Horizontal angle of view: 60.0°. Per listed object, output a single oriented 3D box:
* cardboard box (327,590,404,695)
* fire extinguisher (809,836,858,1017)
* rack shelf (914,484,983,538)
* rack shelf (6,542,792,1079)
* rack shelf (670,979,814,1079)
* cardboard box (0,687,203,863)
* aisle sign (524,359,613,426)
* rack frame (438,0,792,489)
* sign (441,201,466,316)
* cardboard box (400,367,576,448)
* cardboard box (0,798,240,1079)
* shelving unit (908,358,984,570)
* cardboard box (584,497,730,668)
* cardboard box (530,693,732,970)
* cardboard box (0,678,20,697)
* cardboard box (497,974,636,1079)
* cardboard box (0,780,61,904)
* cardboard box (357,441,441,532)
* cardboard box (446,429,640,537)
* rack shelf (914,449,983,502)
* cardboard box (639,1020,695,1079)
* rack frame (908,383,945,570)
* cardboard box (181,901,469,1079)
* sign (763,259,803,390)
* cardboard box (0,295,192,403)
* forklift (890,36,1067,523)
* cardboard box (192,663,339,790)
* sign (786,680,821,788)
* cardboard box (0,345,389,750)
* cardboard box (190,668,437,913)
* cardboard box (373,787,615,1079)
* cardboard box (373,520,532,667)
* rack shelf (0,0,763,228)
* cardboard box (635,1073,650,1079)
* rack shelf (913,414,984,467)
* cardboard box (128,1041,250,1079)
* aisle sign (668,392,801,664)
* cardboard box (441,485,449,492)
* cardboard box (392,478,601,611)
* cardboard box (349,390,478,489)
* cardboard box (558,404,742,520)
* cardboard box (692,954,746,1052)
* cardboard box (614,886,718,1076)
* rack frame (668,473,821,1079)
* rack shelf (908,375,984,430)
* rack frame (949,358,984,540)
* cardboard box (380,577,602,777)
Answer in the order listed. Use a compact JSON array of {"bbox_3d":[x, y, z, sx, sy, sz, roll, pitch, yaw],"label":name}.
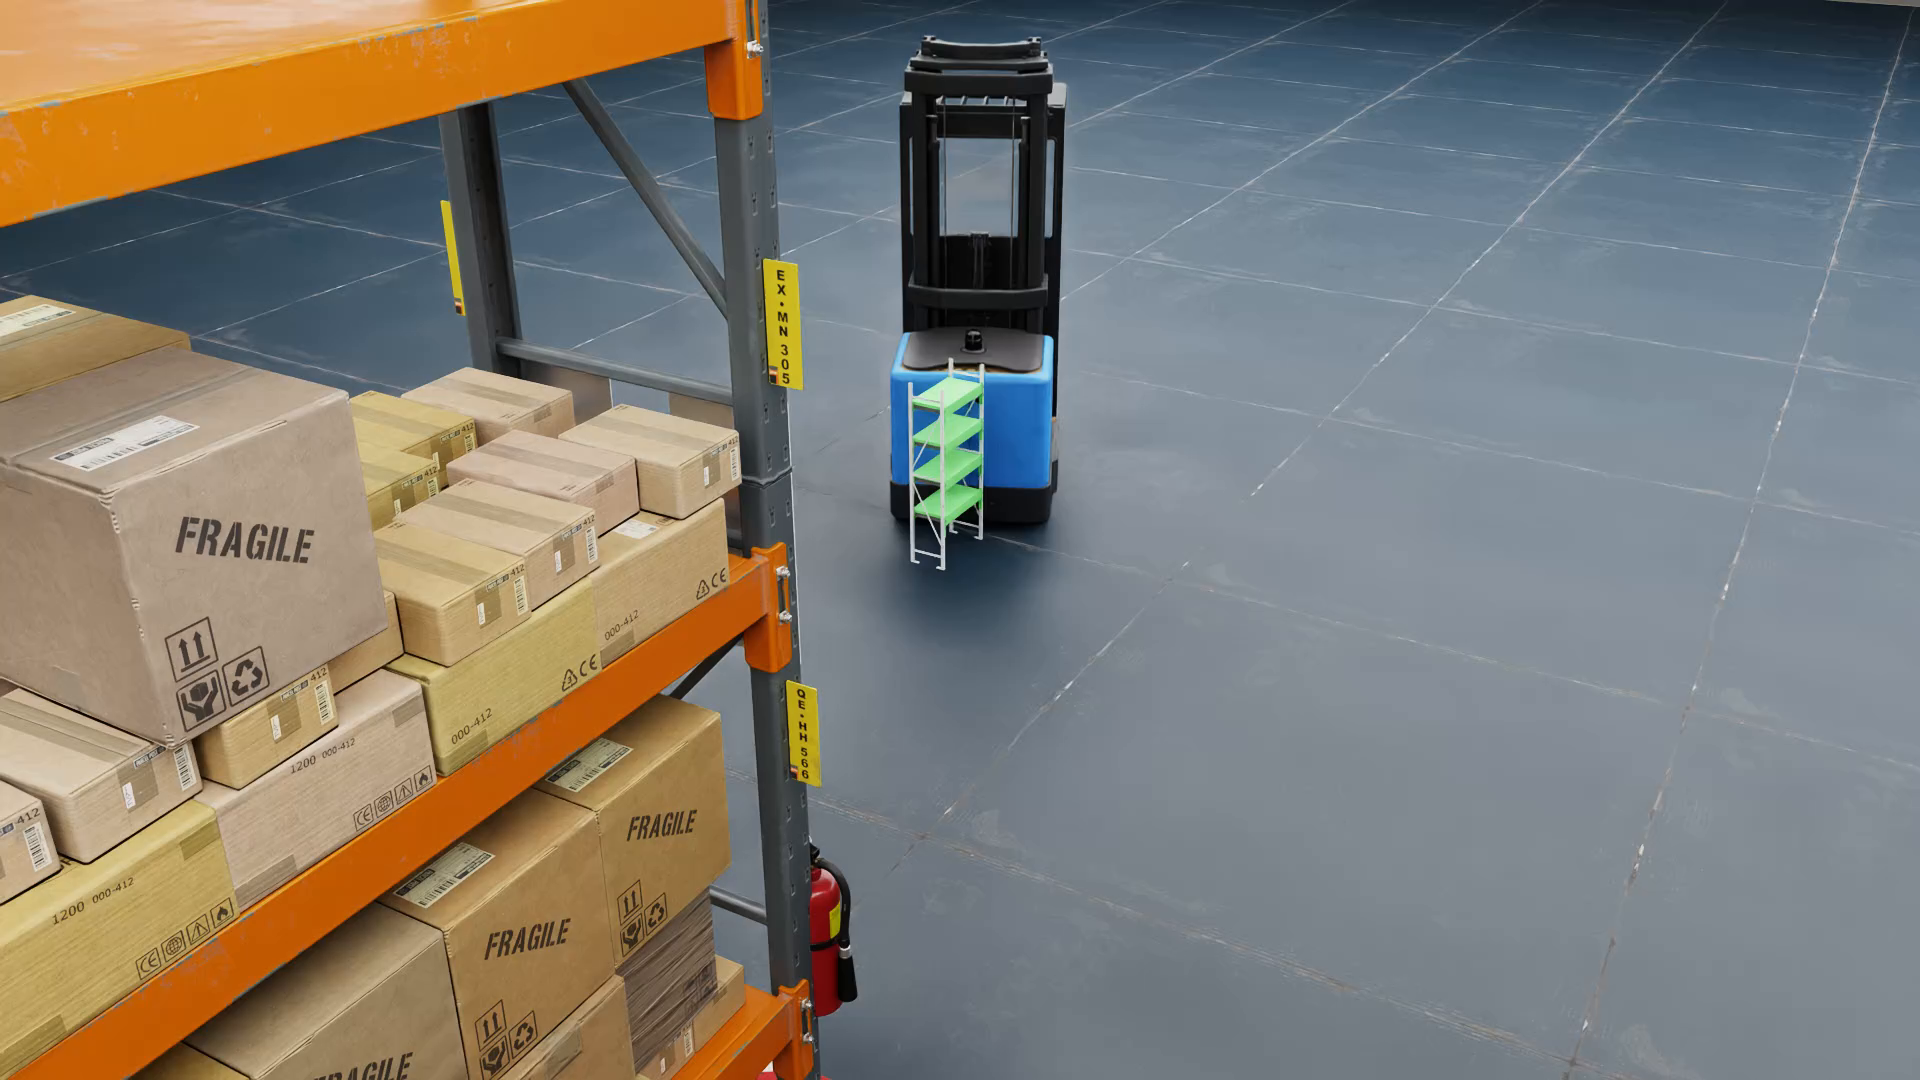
[{"bbox_3d":[-1.378,0.177,3.416,0.380,0.149,0.250,15,30,27],"label":"cardboard box"},{"bbox_3d":[-0.454,1.166,5.156,0.296,0.674,0.183,14,30,26],"label":"fire extinguisher"},{"bbox_3d":[-0.081,-0.200,10.488,0.258,0.148,0.480,14,30,26],"label":"rack shelf"},{"bbox_3d":[-1.895,0.834,3.185,1.077,0.370,4.000,14,30,26],"label":"rack shelf"},{"bbox_3d":[-1.895,2.176,3.856,1.077,0.370,4.000,14,30,26],"label":"rack shelf"},{"bbox_3d":[-1.598,0.401,2.969,0.380,0.149,0.250,13,29,24],"label":"cardboard box"},{"bbox_3d":[-1.142,-0.178,4.851,0.394,0.787,0.004,14,30,26],"label":"aisle sign"},{"bbox_3d":[-0.911,-1.608,3.909,1.000,3.000,0.127,14,30,26],"label":"rack frame"},{"bbox_3d":[-1.384,-0.777,4.624,0.100,0.325,0.005,14,30,26],"label":"sign"},{"bbox_3d":[-1.248,-0.322,4.413,0.380,0.149,0.250,14,30,26],"label":"cardboard box"},{"bbox_3d":[-1.673,0.634,2.948,0.500,0.250,0.500,14,30,25],"label":"cardboard box"},{"bbox_3d":[-0.081,-0.472,10.352,0.258,1.200,0.503,14,30,26],"label":"shelving unit"},{"bbox_3d":[-0.927,0.044,4.127,0.500,0.250,0.500,15,30,27],"label":"cardboard box"},{"bbox_3d":[-0.967,0.719,4.403,0.500,0.500,0.500,14,30,26],"label":"cardboard box"},{"bbox_3d":[-2.000,0.285,3.200,0.380,0.149,0.250,14,30,26],"label":"cardboard box"},{"bbox_3d":[-1.347,1.326,4.305,0.875,0.500,0.500,14,30,26],"label":"cardboard box"},{"bbox_3d":[-1.745,0.498,2.776,0.380,0.149,0.250,15,30,27],"label":"cardboard box"},{"bbox_3d":[-1.477,-0.116,4.002,0.380,0.149,0.250,14,30,25],"label":"cardboard box"},{"bbox_3d":[-1.006,-0.125,4.021,0.380,0.149,0.250,13,29,24],"label":"cardboard box"},{"bbox_3d":[-0.081,-0.415,10.381,0.258,0.148,0.480,14,30,26],"label":"rack shelf"},{"bbox_3d":[-0.995,1.441,4.802,0.380,0.149,0.250,14,30,26],"label":"cardboard box"},{"bbox_3d":[-0.201,-0.377,10.162,0.240,1.200,0.015,14,30,26],"label":"rack frame"},{"bbox_3d":[-1.456,1.109,3.623,0.500,0.500,0.500,14,30,26],"label":"cardboard box"},{"bbox_3d":[-0.438,-0.533,4.123,0.100,0.325,0.005,14,30,26],"label":"sign"},{"bbox_3d":[-1.877,-0.149,3.343,0.500,0.500,0.500,14,30,26],"label":"cardboard box"},{"bbox_3d":[0.163,-2.048,11.567,1.130,2.935,3.031,2,27,4],"label":"forklift"},{"bbox_3d":[-1.422,0.304,3.162,0.380,0.149,0.250,13,29,24],"label":"cardboard box"},{"bbox_3d":[-0.438,0.546,4.663,0.100,0.325,0.005,14,30,26],"label":"sign"},{"bbox_3d":[-1.453,-0.008,3.062,0.500,0.500,0.500,14,30,26],"label":"cardboard box"},{"bbox_3d":[-1.430,0.437,3.342,0.500,0.250,0.500,15,30,27],"label":"cardboard box"},{"bbox_3d":[-1.208,0.915,4.011,0.500,0.500,0.500,14,30,26],"label":"cardboard box"},{"bbox_3d":[-1.148,0.108,3.554,0.380,0.149,0.250,14,30,26],"label":"cardboard box"},{"bbox_3d":[-1.895,-0.505,2.514,1.077,0.370,4.000,14,30,26],"label":"rack shelf"},{"bbox_3d":[-1.073,1.550,4.584,0.380,0.149,0.250,14,30,26],"label":"cardboard box"},{"bbox_3d":[-0.081,-0.629,10.273,0.258,0.148,0.480,14,30,26],"label":"rack shelf"},{"bbox_3d":[-1.709,1.302,3.237,0.500,0.500,0.500,14,30,26],"label":"cardboard box"},{"bbox_3d":[-0.619,-0.046,4.587,0.394,0.787,0.004,14,30,26],"label":"aisle sign"},{"bbox_3d":[-1.373,-0.069,4.353,0.500,0.250,0.500,15,30,28],"label":"cardboard box"},{"bbox_3d":[-1.045,0.005,3.760,0.380,0.149,0.250,13,29,24],"label":"cardboard box"},{"bbox_3d":[-1.460,-0.242,4.253,0.380,0.149,0.250,15,30,27],"label":"cardboard box"},{"bbox_3d":[-0.776,-0.201,4.172,0.380,0.149,0.250,14,30,26],"label":"cardboard box"},{"bbox_3d":[-0.872,1.343,4.996,0.380,0.149,0.250,14,30,26],"label":"cardboard box"},{"bbox_3d":[-1.206,1.105,4.747,0.875,0.500,0.500,14,30,26],"label":"cardboard box"},{"bbox_3d":[-0.911,1.075,5.252,1.000,3.000,0.127,14,30,26],"label":"rack frame"},{"bbox_3d":[-0.081,-0.844,10.166,0.258,0.148,0.480,14,30,26],"label":"rack shelf"},{"bbox_3d":[0.039,-0.567,10.542,0.240,1.200,0.015,14,30,26],"label":"rack frame"},{"bbox_3d":[-1.170,0.239,3.737,0.500,0.250,0.500,14,30,26],"label":"cardboard box"}]
